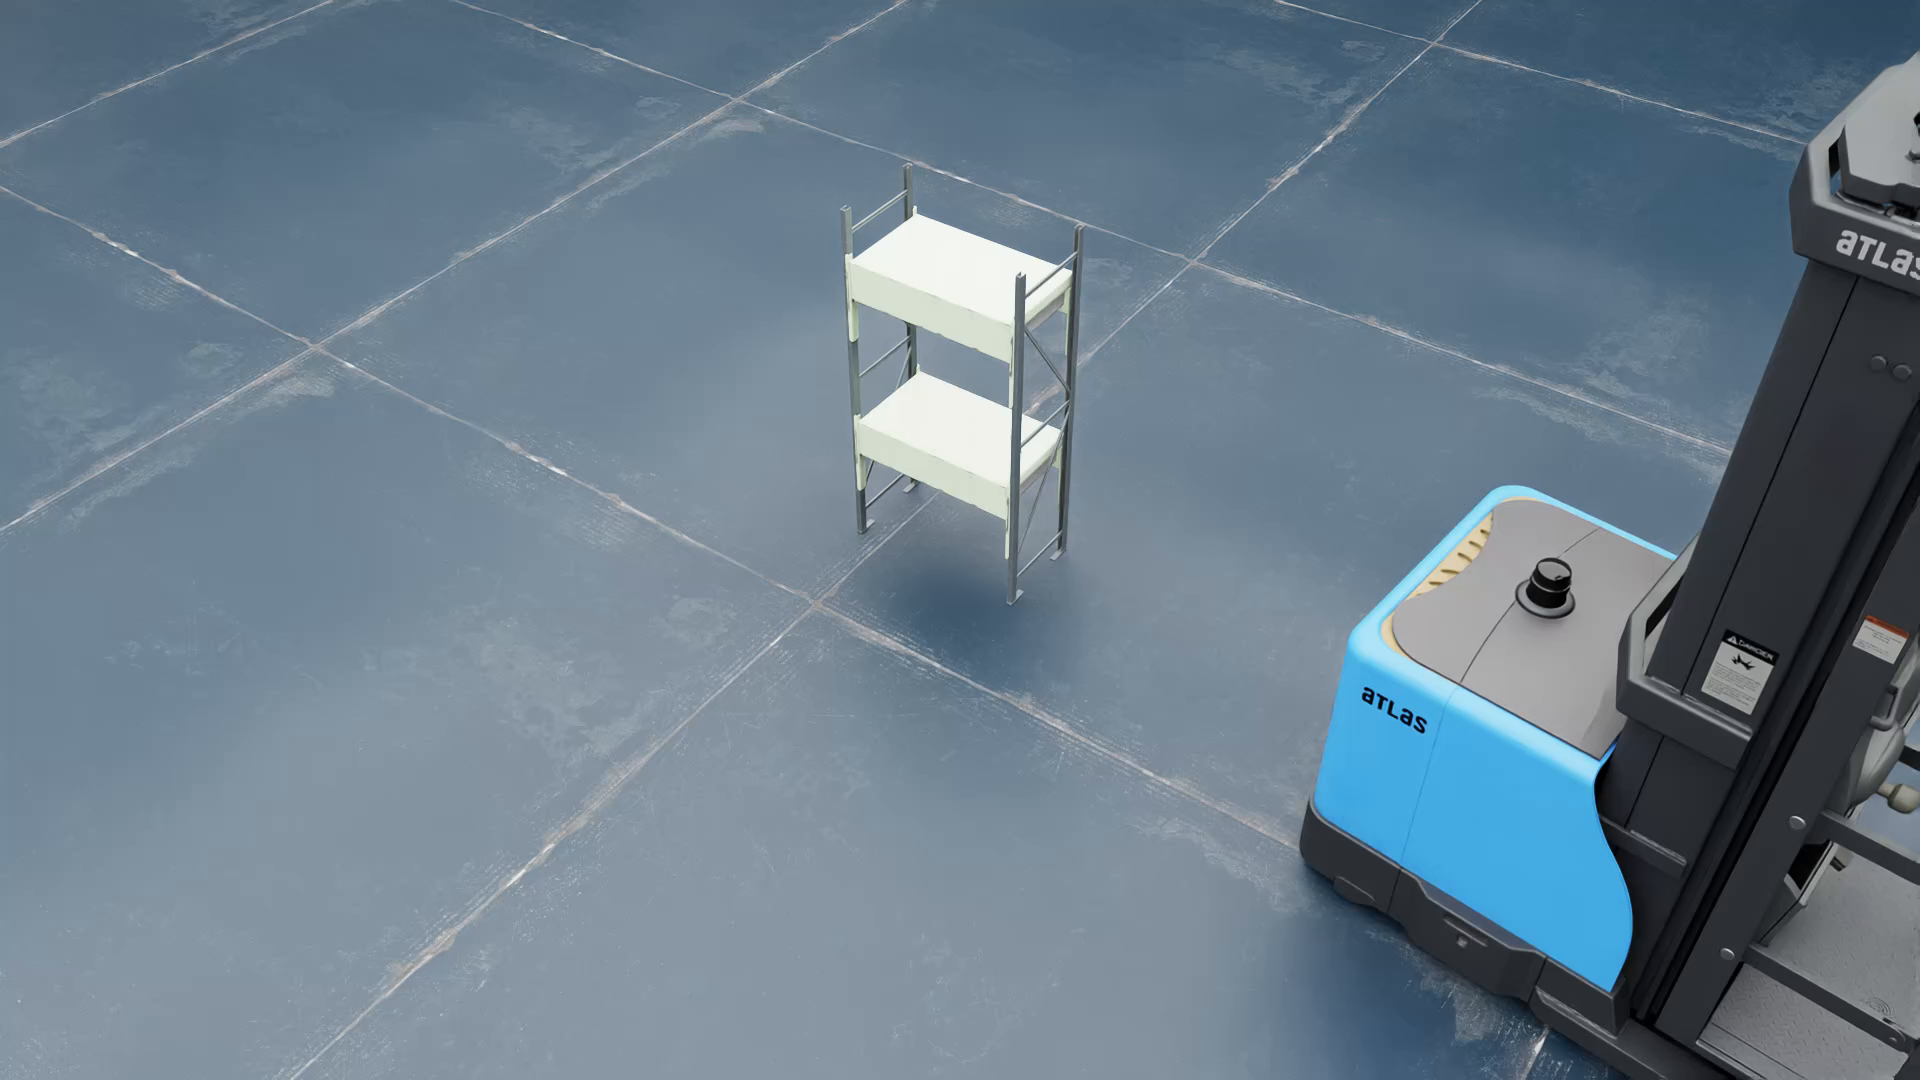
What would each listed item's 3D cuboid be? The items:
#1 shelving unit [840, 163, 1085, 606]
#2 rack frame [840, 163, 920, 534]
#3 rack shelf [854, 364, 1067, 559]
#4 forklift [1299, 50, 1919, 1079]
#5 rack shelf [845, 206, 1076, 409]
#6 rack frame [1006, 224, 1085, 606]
[{"bbox_3d":[0.005,-0.556,6.247,0.755,1.500,0.431,25,48,25],"label":"shelving unit"},{"bbox_3d":[-0.294,-0.697,6.404,0.023,1.500,0.400,25,48,25],"label":"rack frame"},{"bbox_3d":[0.005,-0.313,6.464,0.720,0.370,0.431,25,48,25],"label":"rack shelf"},{"bbox_3d":[2.561,0.396,4.109,3.031,2.935,1.130,30,50,30],"label":"forklift"},{"bbox_3d":[0.005,-0.847,5.987,0.720,0.370,0.431,25,48,25],"label":"rack shelf"},{"bbox_3d":[0.305,-0.416,6.090,0.023,1.500,0.400,25,48,25],"label":"rack frame"}]
